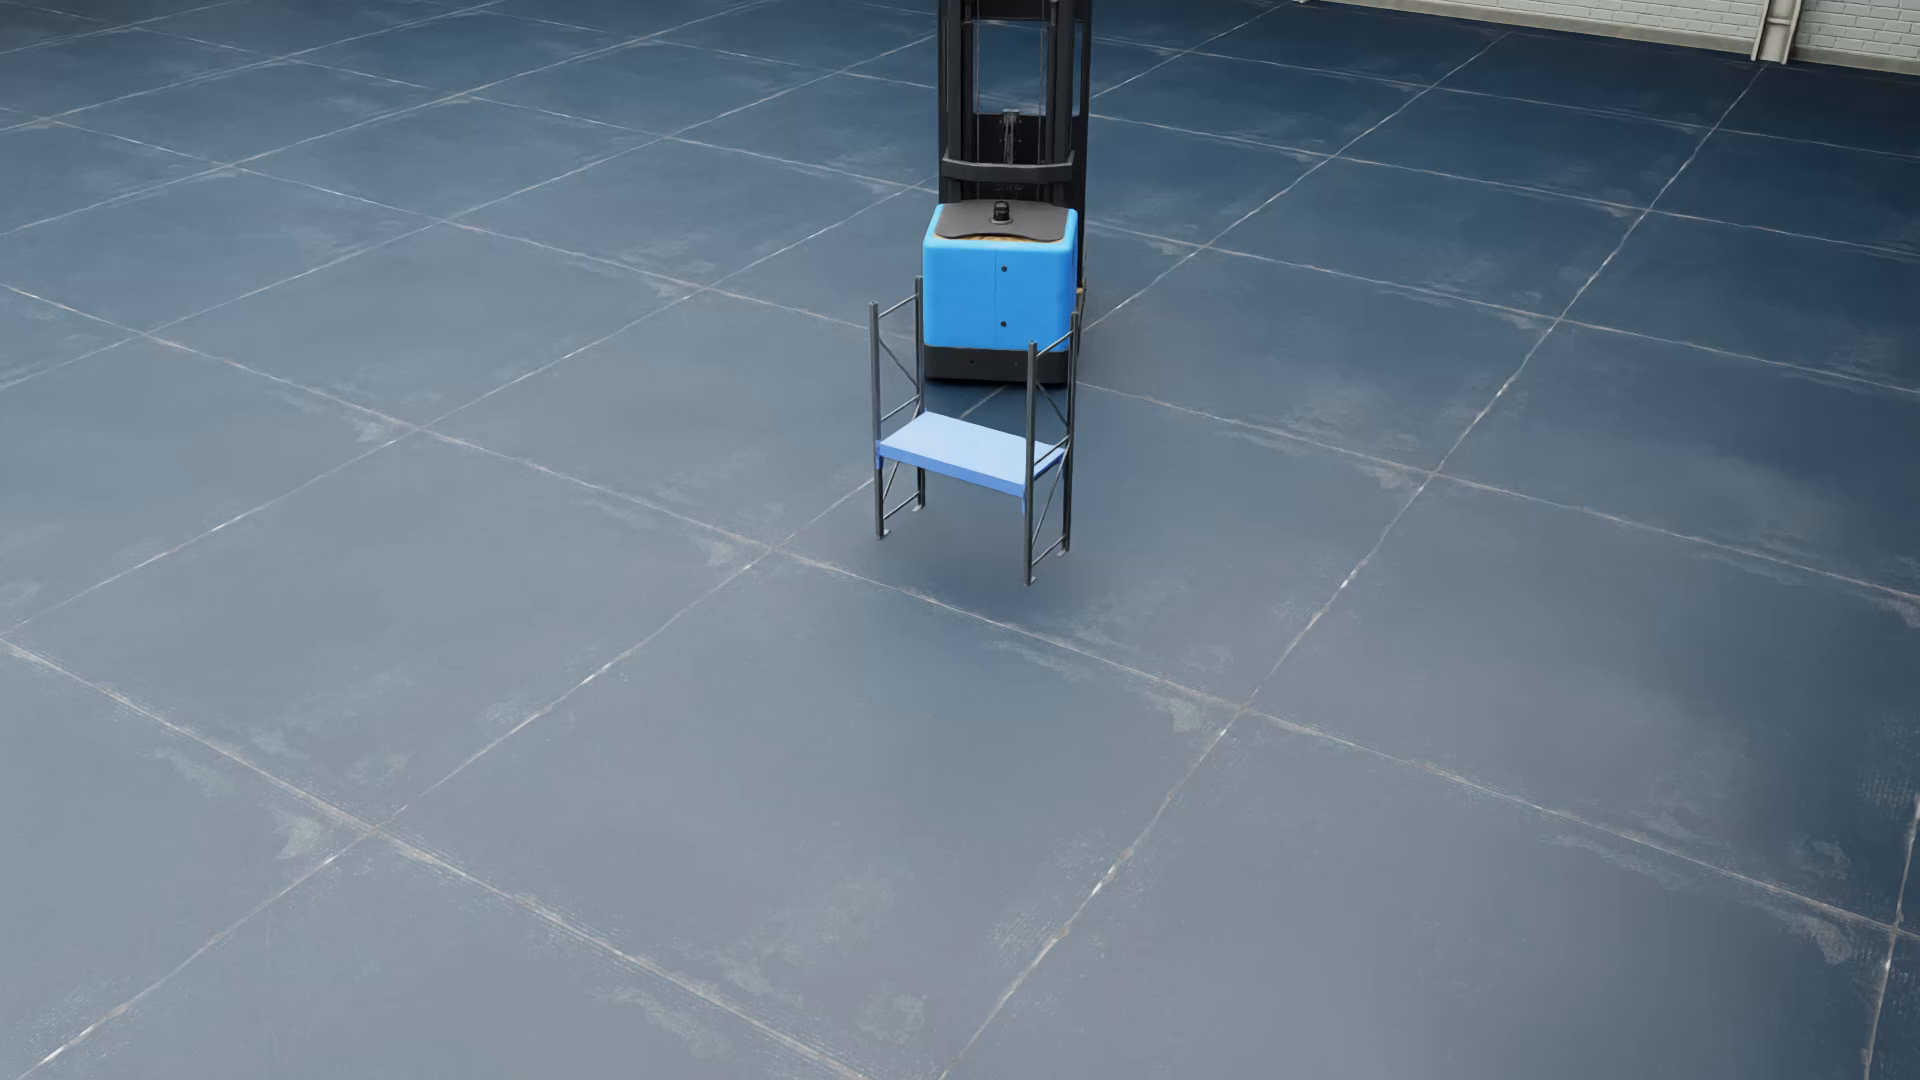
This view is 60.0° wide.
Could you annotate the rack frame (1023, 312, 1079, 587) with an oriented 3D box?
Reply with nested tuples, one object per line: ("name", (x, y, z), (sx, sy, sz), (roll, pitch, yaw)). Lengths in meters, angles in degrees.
("rack frame", (0.503, -0.489, 9.272), (0.032, 1.500, 0.500), (18, 35, 27))

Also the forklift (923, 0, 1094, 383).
("forklift", (0.414, -3.084, 12.299), (1.130, 2.935, 3.031), (3, 30, 6))

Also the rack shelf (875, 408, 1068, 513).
("rack shelf", (0.072, -0.470, 9.596), (1.000, 0.185, 0.538), (18, 35, 27))

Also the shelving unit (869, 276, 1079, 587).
("shelving unit", (0.072, -0.625, 9.505), (1.048, 1.500, 0.538), (18, 35, 27))

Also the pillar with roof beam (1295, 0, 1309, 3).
("pillar with roof beam", (2.215, -9.342, 17.006), (0.400, 9.000, 9.100), (18, 35, 27))

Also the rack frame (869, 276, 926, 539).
("rack frame", (-0.358, -0.761, 9.739), (0.032, 1.500, 0.500), (18, 35, 27))

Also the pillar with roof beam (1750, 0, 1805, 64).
("pillar with roof beam", (7.297, -7.735, 14.250), (0.400, 9.000, 9.100), (18, 35, 27))
